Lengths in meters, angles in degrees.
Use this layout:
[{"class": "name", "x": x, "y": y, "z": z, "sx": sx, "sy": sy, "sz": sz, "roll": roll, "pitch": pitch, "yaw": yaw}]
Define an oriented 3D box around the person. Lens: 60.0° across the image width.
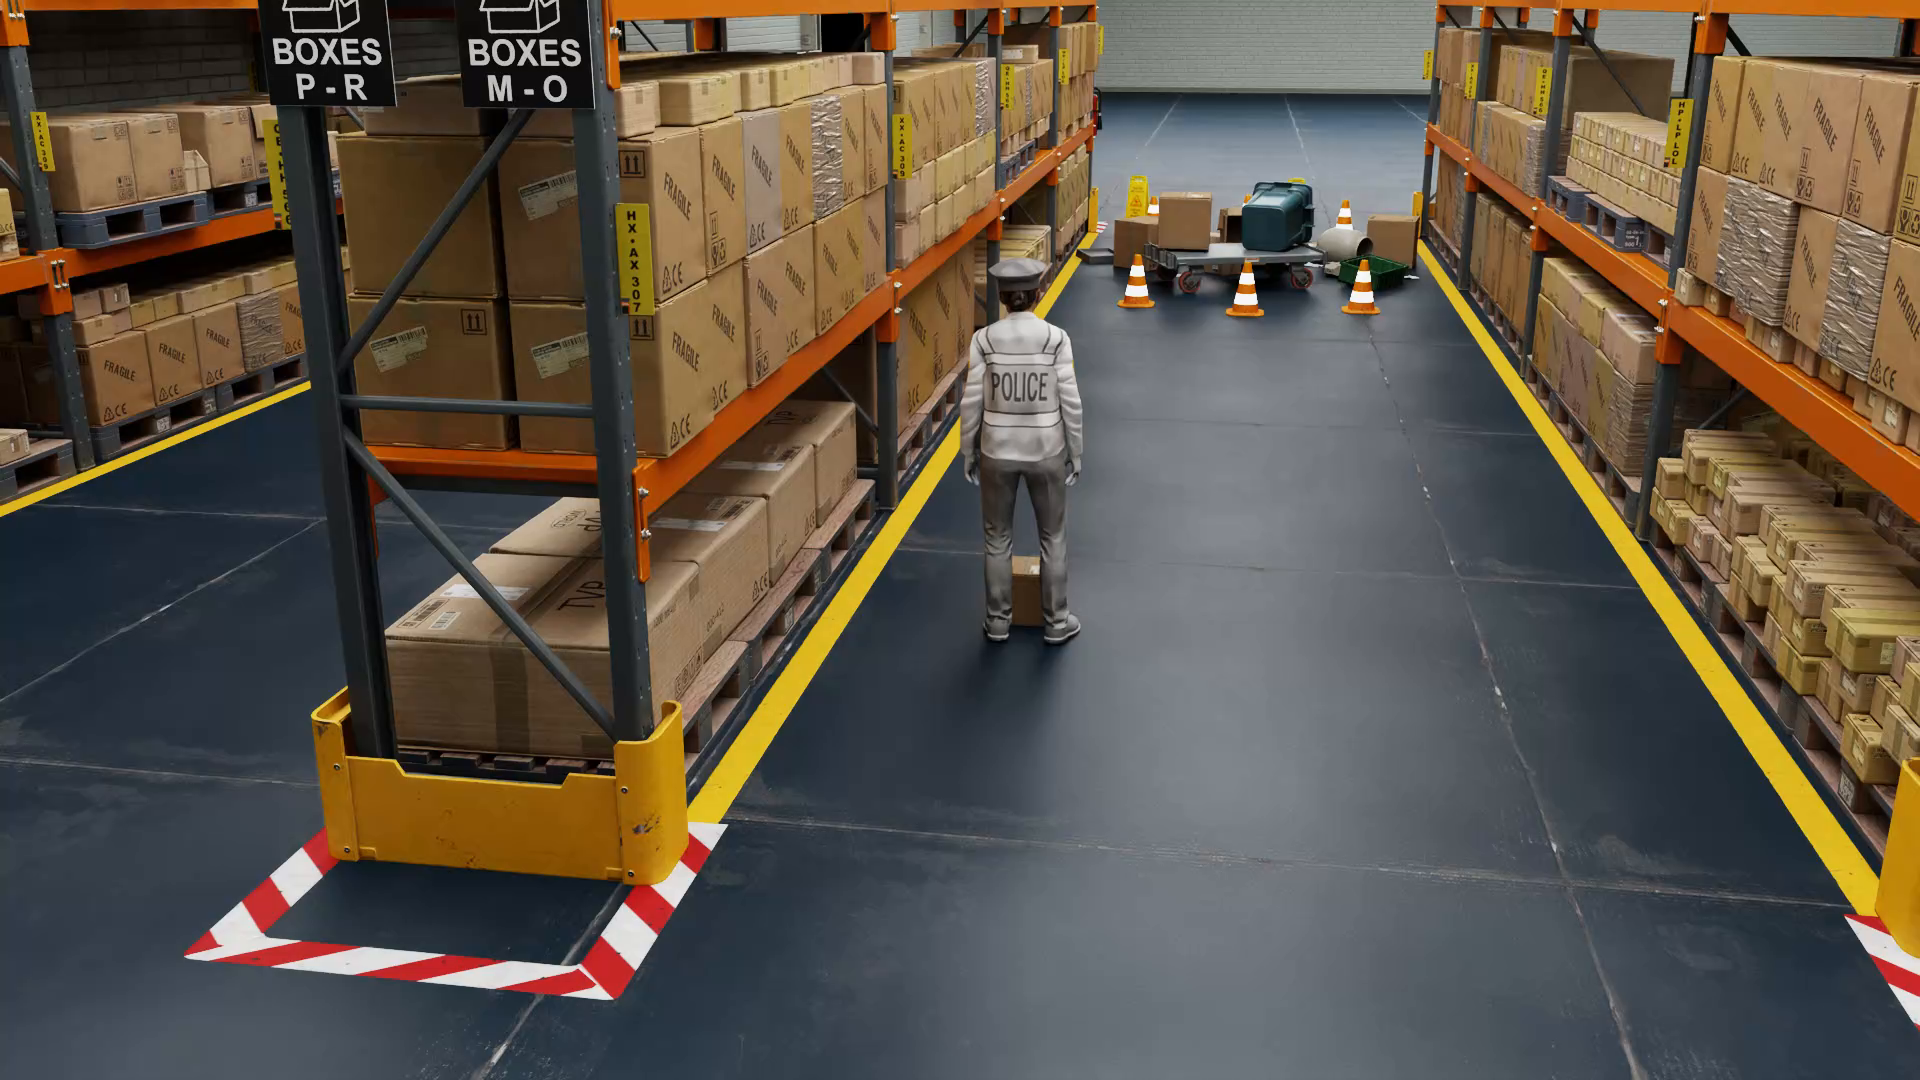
[{"class": "person", "x": 0.266, "y": -0.363, "z": 7.166, "sx": 0.535, "sy": 1.662, "sz": 0.373, "roll": 2, "pitch": 18, "yaw": 6}]
